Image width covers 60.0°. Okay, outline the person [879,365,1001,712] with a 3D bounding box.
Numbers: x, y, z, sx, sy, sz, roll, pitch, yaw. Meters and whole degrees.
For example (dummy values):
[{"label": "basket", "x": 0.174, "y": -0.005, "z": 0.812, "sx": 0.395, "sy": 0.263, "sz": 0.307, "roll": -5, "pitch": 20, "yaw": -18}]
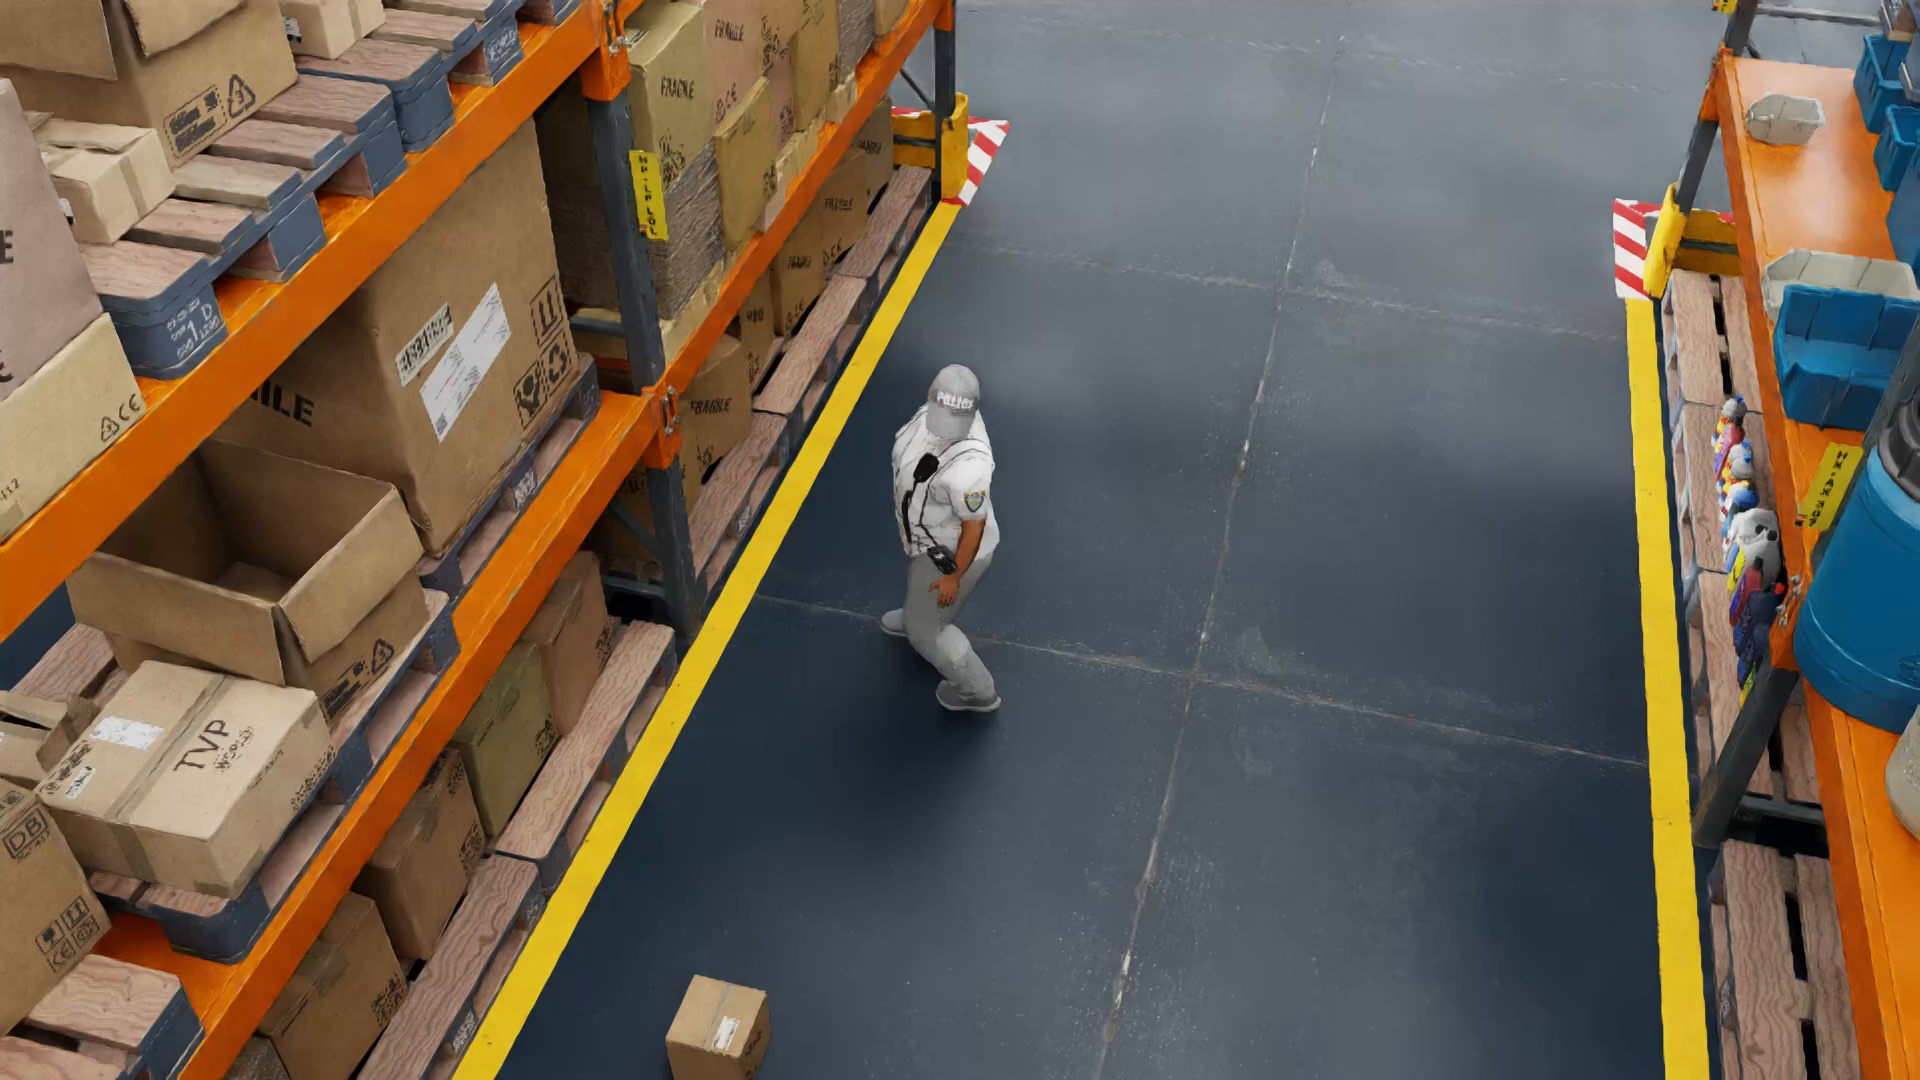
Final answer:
[{"label": "person", "x": -0.089, "y": -0.066, "z": 6.253, "sx": 0.431, "sy": 1.639, "sz": 0.695, "roll": -5, "pitch": 41, "yaw": -5}]
